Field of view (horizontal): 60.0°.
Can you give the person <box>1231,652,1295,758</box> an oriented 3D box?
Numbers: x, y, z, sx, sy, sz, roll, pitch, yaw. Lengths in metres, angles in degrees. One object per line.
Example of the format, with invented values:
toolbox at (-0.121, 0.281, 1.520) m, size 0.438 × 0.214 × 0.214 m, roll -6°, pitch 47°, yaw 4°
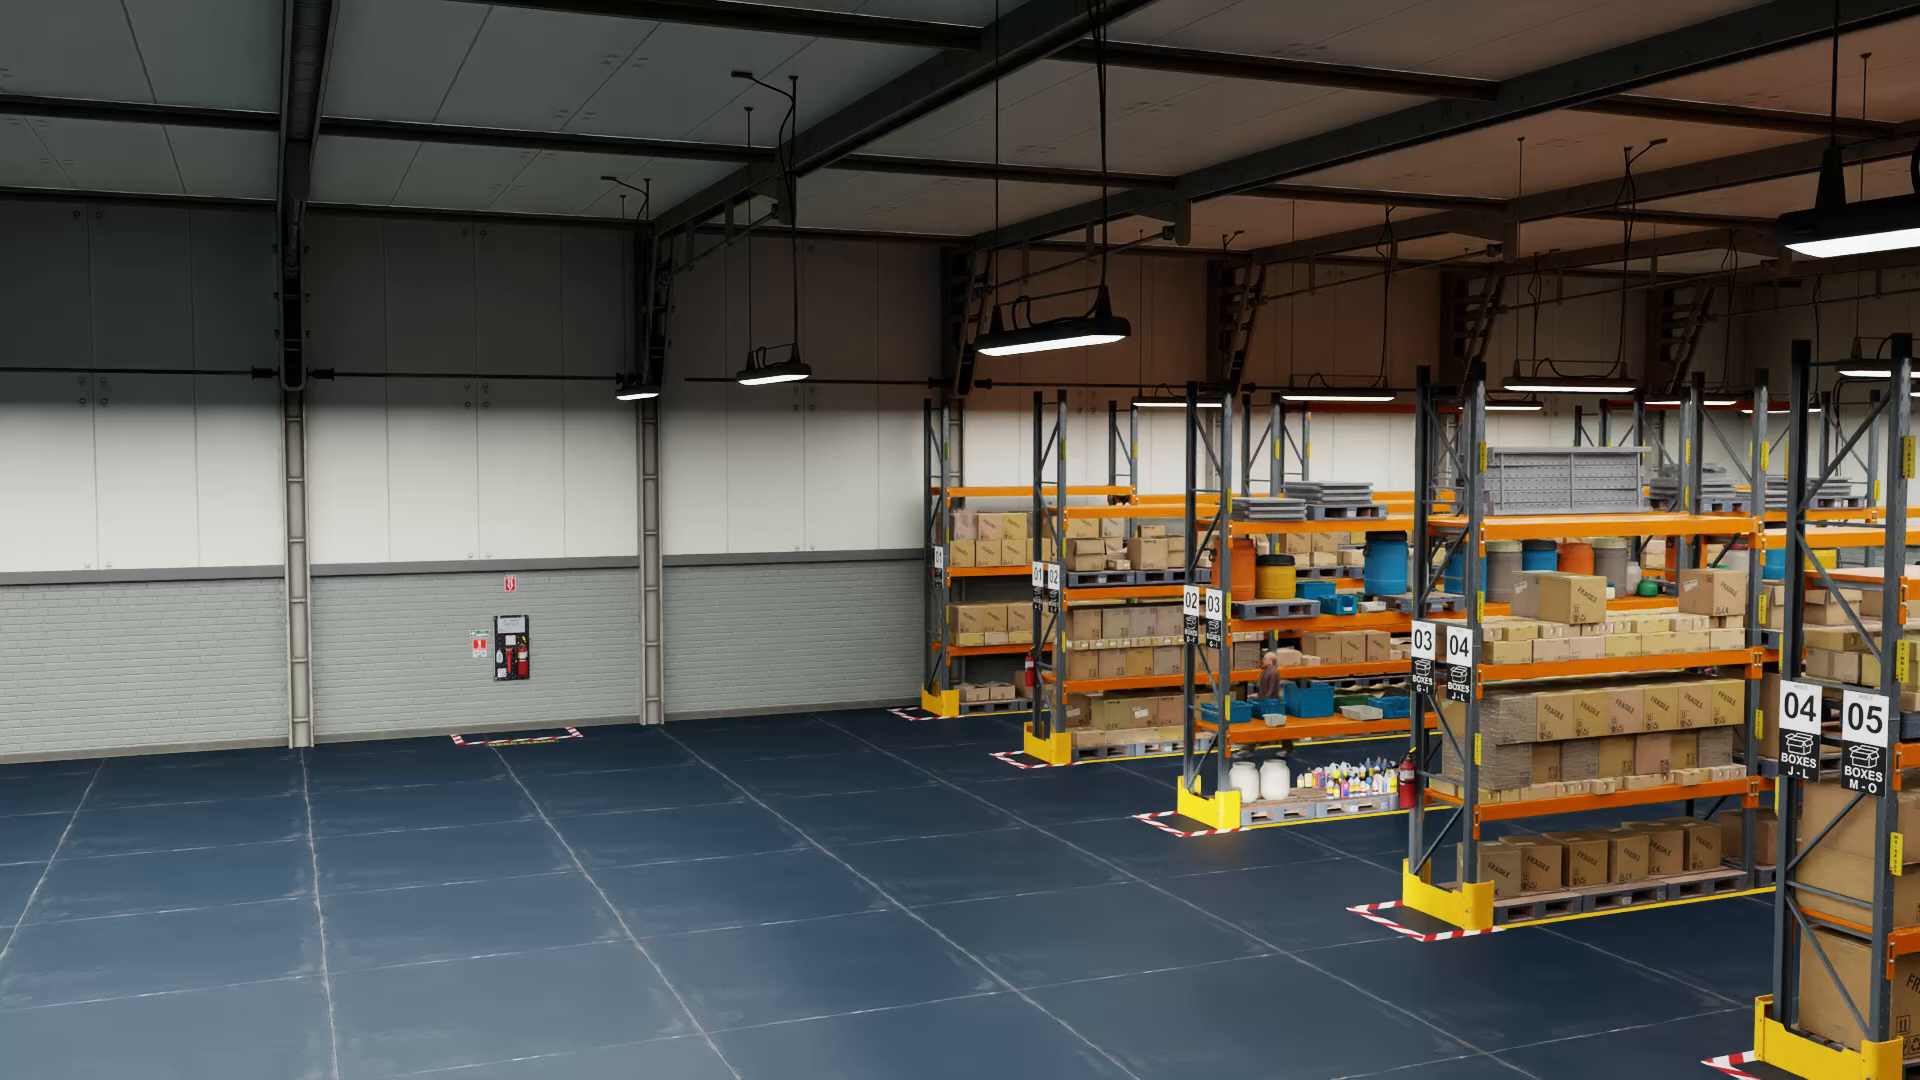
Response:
person at (4.961, 2.683, 27.028) m, size 1.103 × 1.717 × 0.593 m, roll -1°, pitch 4°, yaw -22°
